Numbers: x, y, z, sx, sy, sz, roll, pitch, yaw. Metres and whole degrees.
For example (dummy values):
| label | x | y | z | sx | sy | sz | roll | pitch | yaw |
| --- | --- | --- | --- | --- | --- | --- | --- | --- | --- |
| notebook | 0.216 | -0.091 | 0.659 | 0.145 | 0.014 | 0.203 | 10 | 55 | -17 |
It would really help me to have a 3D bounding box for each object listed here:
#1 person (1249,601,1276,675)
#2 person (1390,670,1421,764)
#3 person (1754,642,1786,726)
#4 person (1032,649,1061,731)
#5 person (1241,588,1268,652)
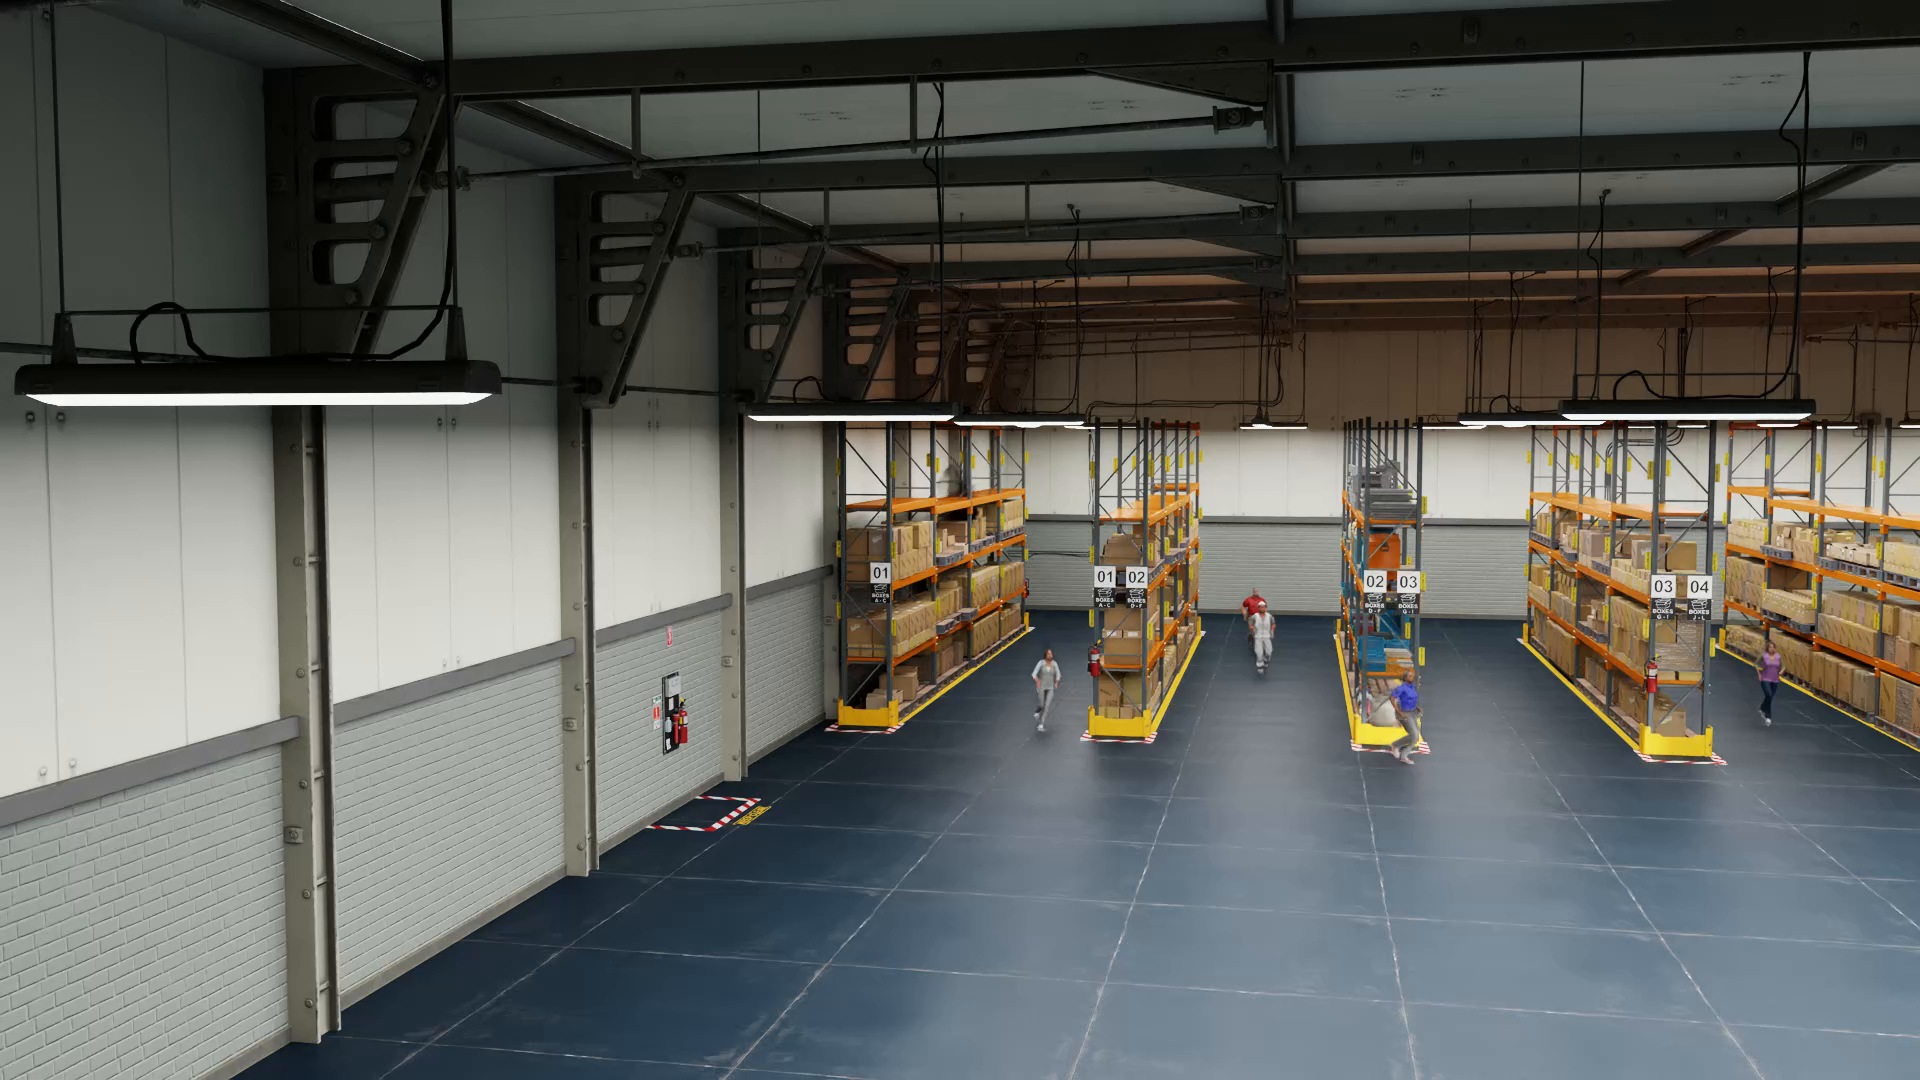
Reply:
| label | x | y | z | sx | sy | sz | roll | pitch | yaw |
| --- | --- | --- | --- | --- | --- | --- | --- | --- | --- |
| person | 7.097 | 2.314 | 38.938 | 0.644 | 1.741 | 0.580 | 0 | 4 | 3 |
| person | 7.750 | 3.062 | 28.760 | 0.511 | 1.605 | 0.587 | 3 | 5 | 42 |
| person | 15.908 | 2.809 | 32.683 | 0.533 | 1.608 | 0.736 | 0 | 4 | 4 |
| person | 1.673 | 2.882 | 32.121 | 0.556 | 1.556 | 0.616 | -1 | 4 | -10 |
| person | 7.674 | 2.083 | 43.181 | 0.657 | 1.686 | 0.590 | 0 | 4 | -2 |
